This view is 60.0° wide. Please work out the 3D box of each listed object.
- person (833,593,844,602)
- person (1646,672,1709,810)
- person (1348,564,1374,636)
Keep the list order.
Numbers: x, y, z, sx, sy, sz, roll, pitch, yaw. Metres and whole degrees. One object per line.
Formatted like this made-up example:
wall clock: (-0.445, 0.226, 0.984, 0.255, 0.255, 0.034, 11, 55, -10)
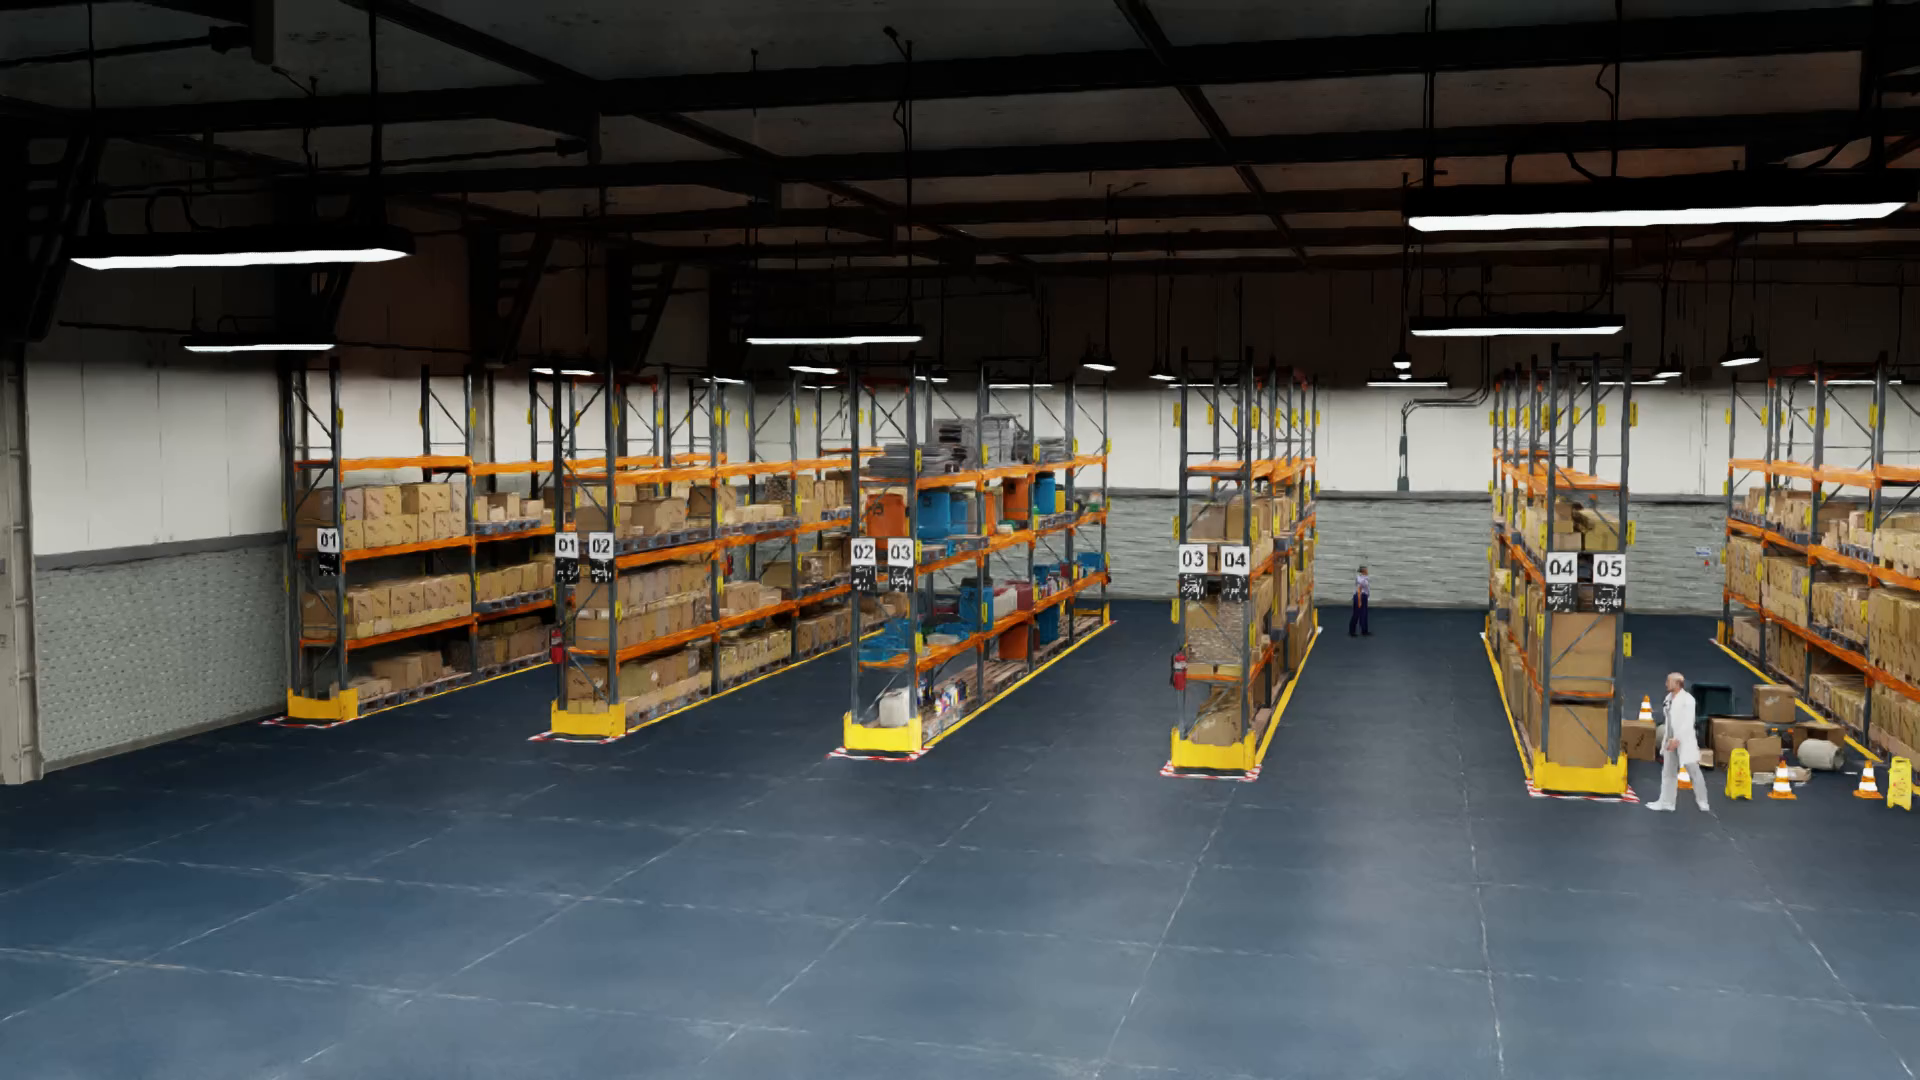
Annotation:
person: (-3.038, 0.990, 42.493, 0.492, 1.767, 0.624, 0, 4, -5)
person: (9.192, 2.564, 21.194, 0.768, 1.770, 0.603, -1, 4, -15)
person: (9.214, 1.382, 38.206, 0.510, 1.633, 0.605, 2, 5, 25)
